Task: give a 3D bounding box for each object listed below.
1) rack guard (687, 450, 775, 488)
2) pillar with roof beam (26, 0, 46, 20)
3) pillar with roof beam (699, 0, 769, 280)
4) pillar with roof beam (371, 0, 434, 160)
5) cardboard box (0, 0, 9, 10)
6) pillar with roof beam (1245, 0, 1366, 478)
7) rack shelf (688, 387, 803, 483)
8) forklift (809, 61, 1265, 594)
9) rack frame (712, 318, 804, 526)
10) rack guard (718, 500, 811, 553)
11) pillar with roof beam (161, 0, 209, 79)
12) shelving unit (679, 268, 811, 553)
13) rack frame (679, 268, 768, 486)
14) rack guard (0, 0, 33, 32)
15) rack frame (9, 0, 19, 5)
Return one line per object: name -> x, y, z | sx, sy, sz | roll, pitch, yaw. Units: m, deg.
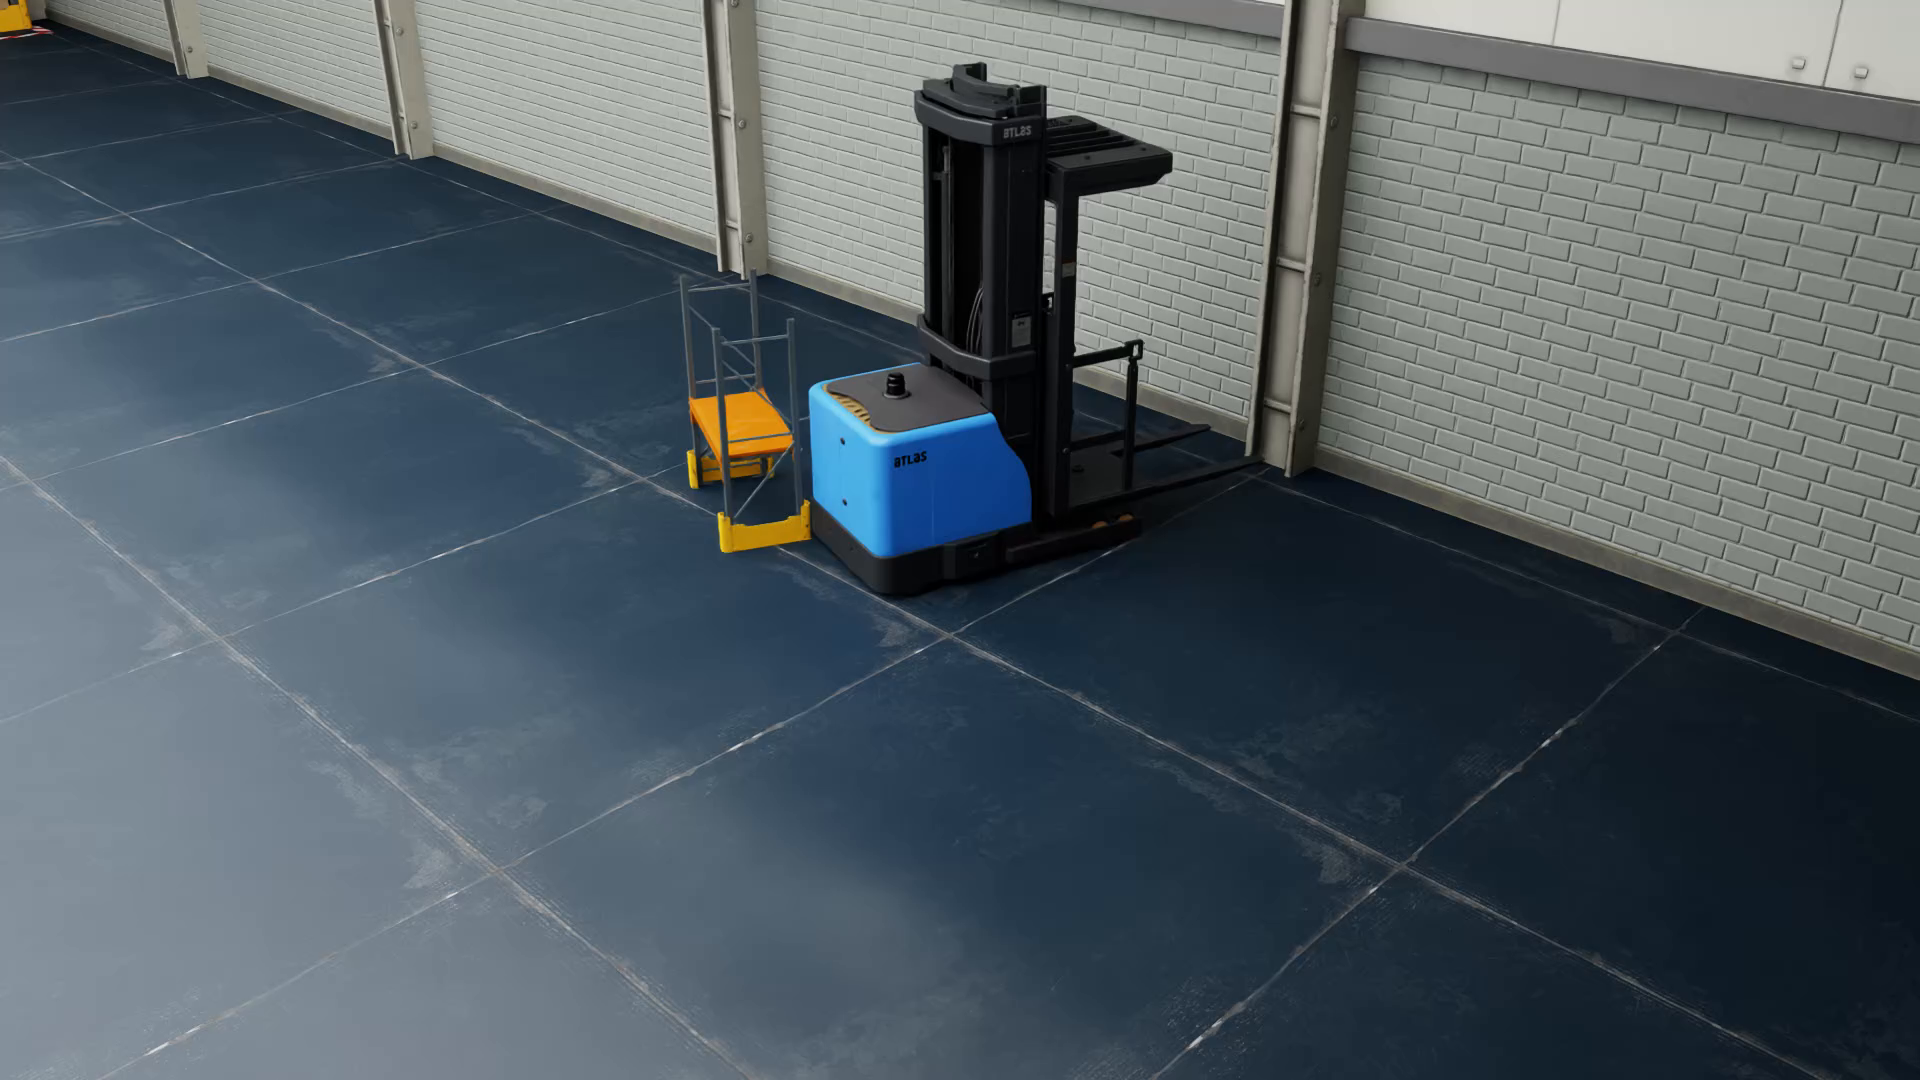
rack guard -> -1.577, -0.526, 11.475 | 0.587, 0.250, 0.087 | -9, 29, -17
pillar with roof beam -> -17.867, -10.932, 21.865 | 0.400, 9.000, 9.100 | 25, 36, 38
pillar with roof beam -> -5.031, -5.059, 10.695 | 0.400, 9.000, 9.100 | 25, 36, 38
pillar with roof beam -> -9.310, -7.017, 14.418 | 0.400, 9.000, 9.100 | 25, 36, 38
cardboard box -> -15.197, -8.373, 25.948 | 0.500, 0.250, 0.500 | 25, 37, 39
pillar with roof beam -> -0.753, -3.101, 6.972 | 0.400, 9.000, 9.100 | 25, 36, 38
rack shelf -> -1.409, -0.697, 10.845 | 0.538, 0.185, 1.000 | -9, 29, -17
forklift -> 0.592, -1.449, 10.349 | 3.031, 2.935, 1.130 | -14, 31, -25
rack frame -> -1.240, -0.634, 10.337 | 0.500, 1.500, 0.032 | -9, 29, -17
rack guard -> -1.247, -0.089, 10.644 | 0.587, 0.250, 0.087 | -9, 29, -17
pillar with roof beam -> -13.588, -8.974, 18.142 | 0.400, 9.000, 9.100 | 25, 36, 38
shelving unit -> -1.412, -0.861, 10.769 | 0.587, 1.500, 1.083 | -9, 29, -17
rack frame -> -1.578, -1.080, 11.186 | 0.500, 1.500, 0.032 | -9, 29, -17
rack guard -> -14.967, -8.065, 25.544 | 0.348, 0.500, 1.175 | 25, 36, 38
rack frame -> -14.984, -9.179, 24.977 | 0.127, 3.000, 1.000 | 25, 36, 38
